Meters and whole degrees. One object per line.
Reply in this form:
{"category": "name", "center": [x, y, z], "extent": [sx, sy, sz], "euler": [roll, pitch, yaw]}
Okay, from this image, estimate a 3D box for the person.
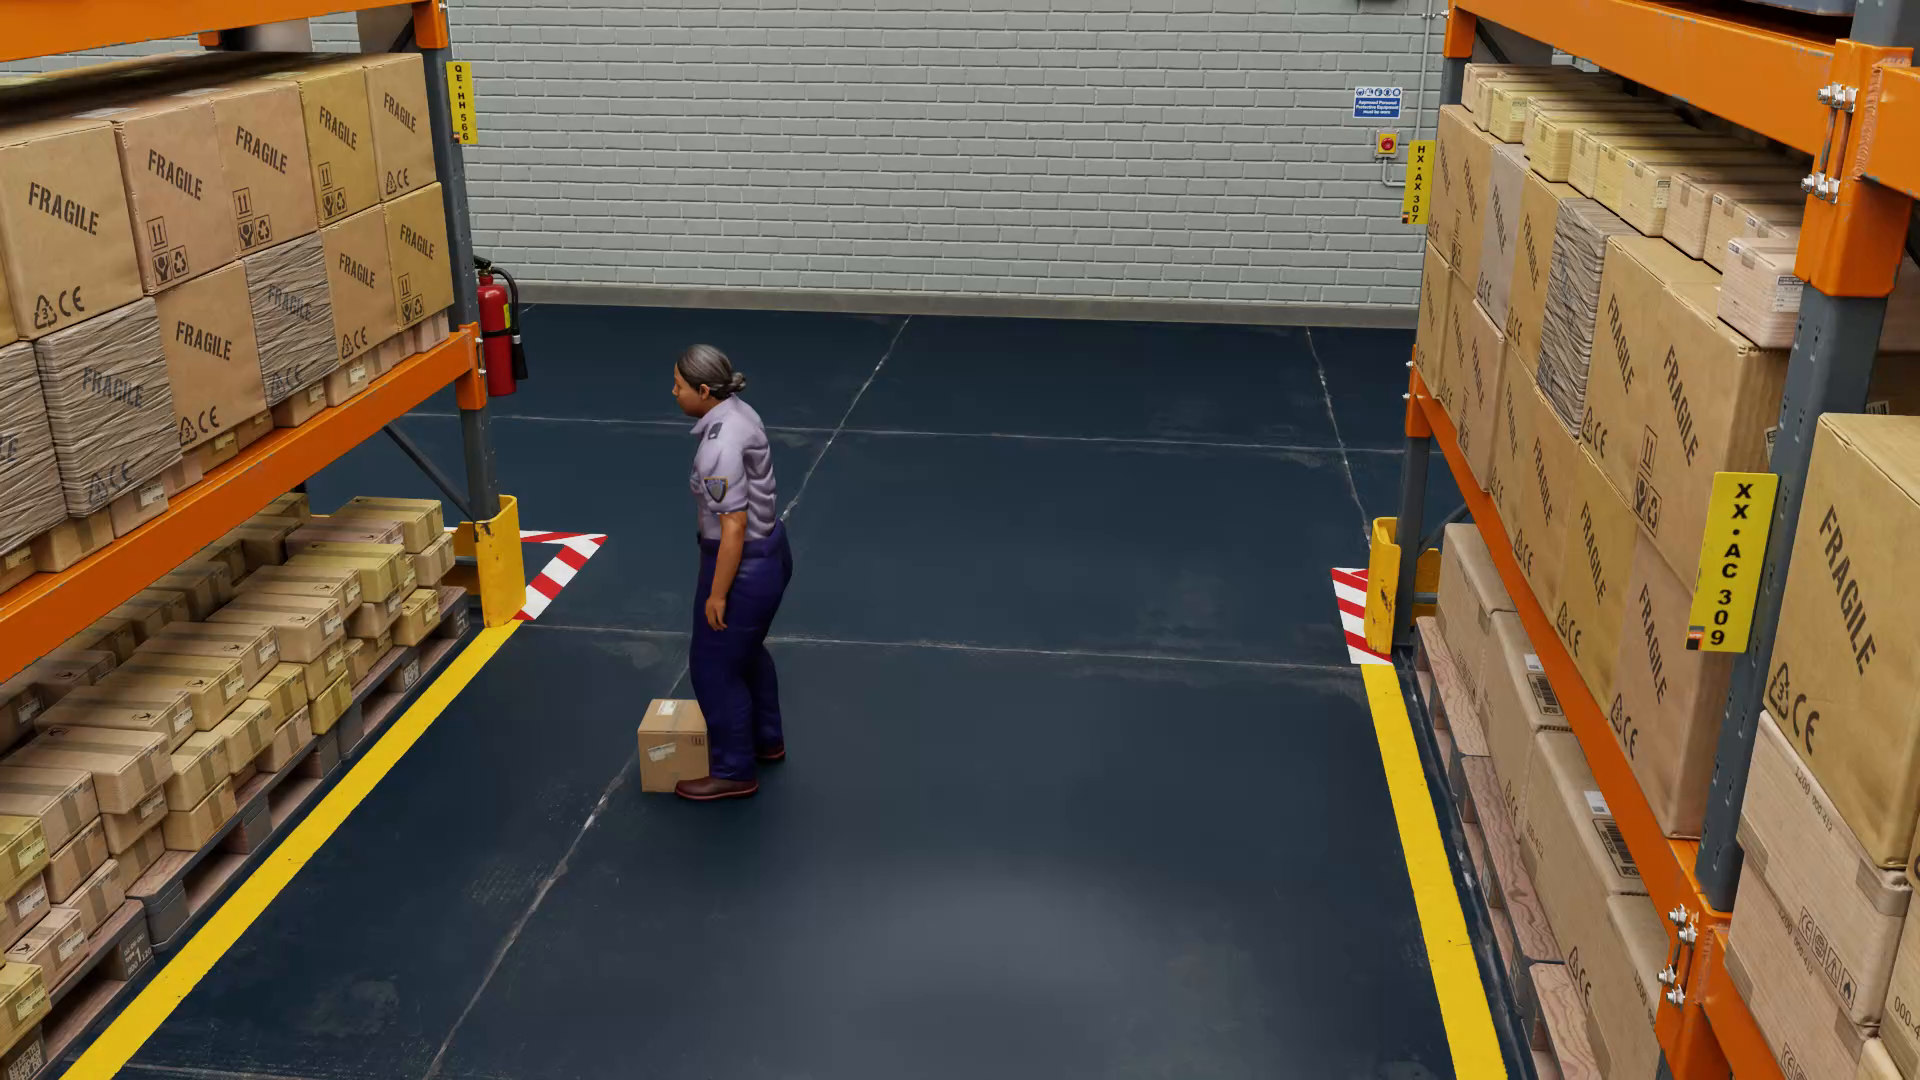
{"category": "person", "center": [-0.811, 0.116, 5.819], "extent": [0.425, 1.636, 0.556], "euler": [1, 21, 3]}
